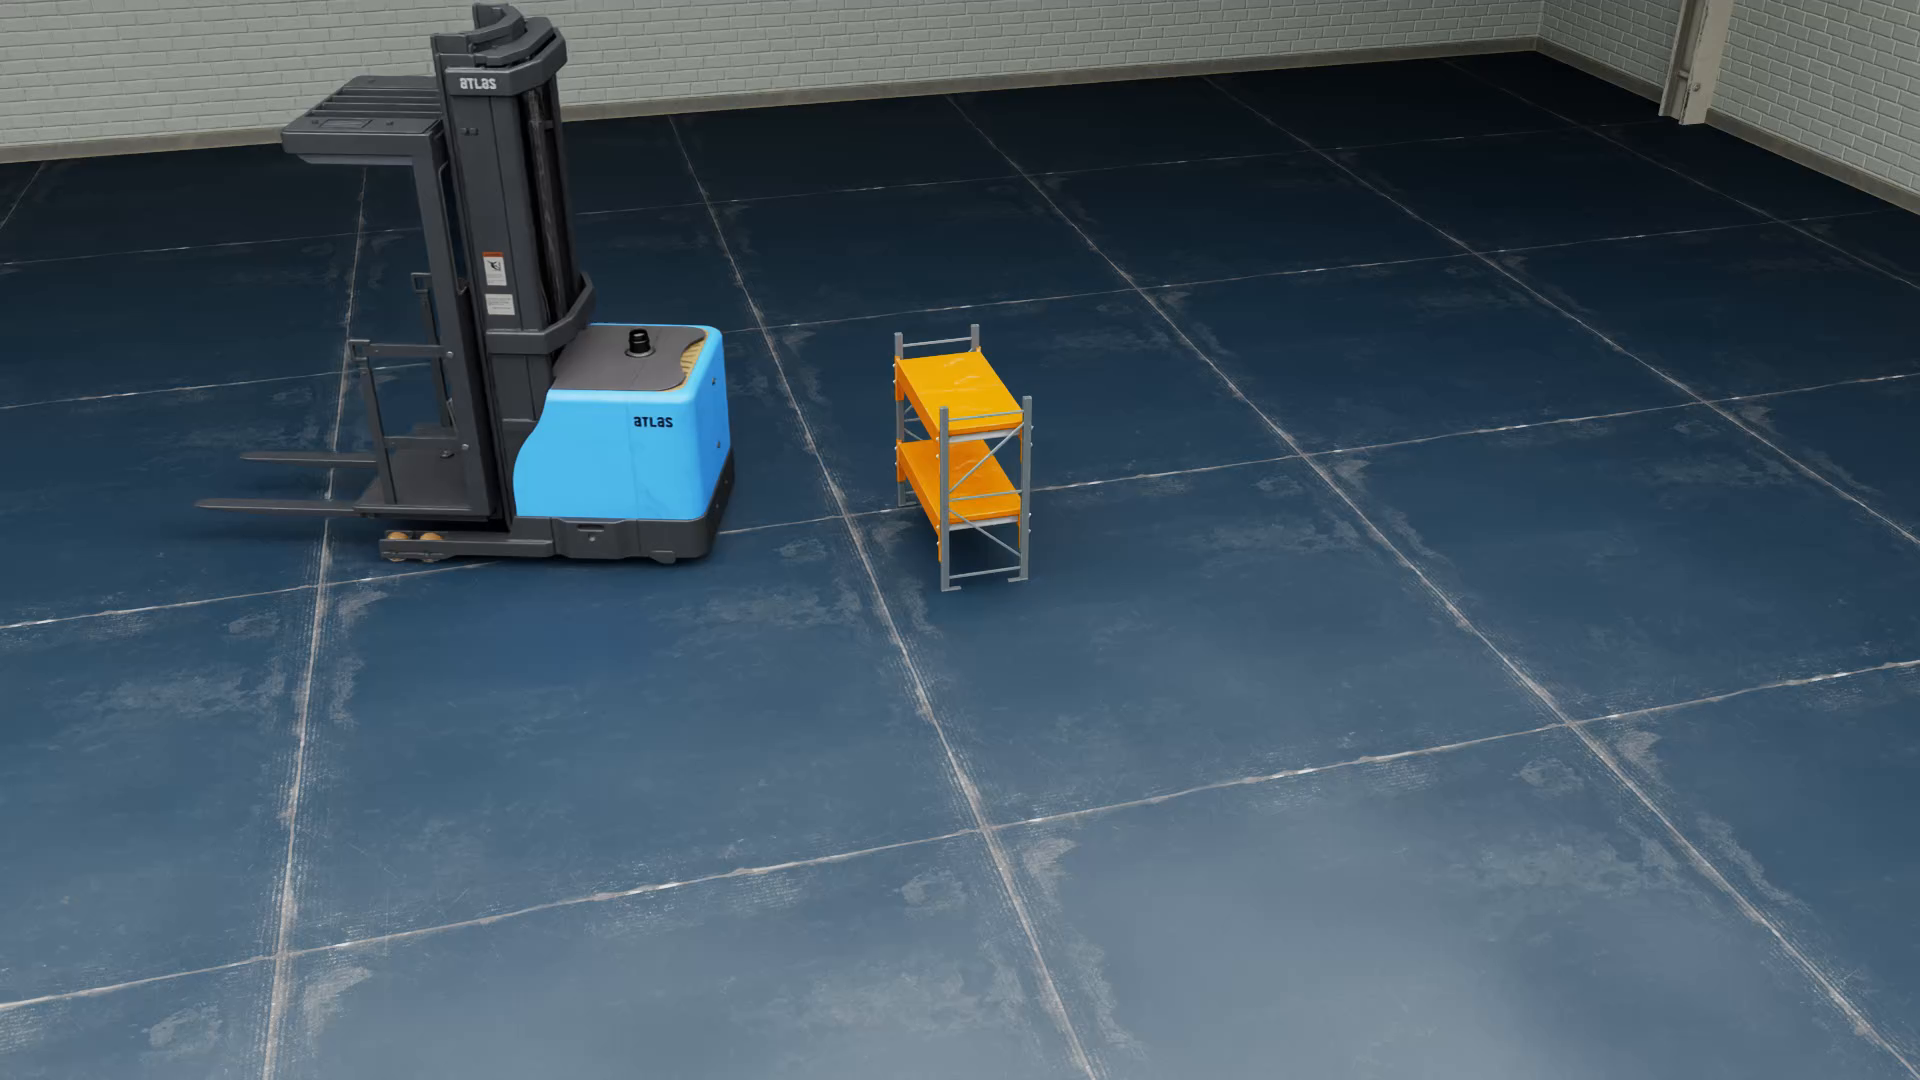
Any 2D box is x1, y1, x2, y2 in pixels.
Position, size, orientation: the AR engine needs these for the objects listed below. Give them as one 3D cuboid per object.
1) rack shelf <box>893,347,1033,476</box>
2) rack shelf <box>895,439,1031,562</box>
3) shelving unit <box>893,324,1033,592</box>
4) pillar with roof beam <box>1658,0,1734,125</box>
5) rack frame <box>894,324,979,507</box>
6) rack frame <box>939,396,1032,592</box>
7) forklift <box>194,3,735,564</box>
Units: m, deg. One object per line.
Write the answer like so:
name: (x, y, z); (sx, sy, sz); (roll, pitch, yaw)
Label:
rack shelf: (0.002, -0.737, 9.316); (0.538, 0.278, 1.000); (-8, 31, -13)
rack shelf: (0.002, -0.272, 9.585); (0.538, 0.278, 1.000); (-8, 31, -13)
shelving unit: (0.002, -0.484, 9.463); (0.538, 1.125, 1.048); (-8, 31, -13)
pillar with roof beam: (3.383, -7.718, 14.101); (9.100, 9.000, 0.400); (-8, 31, -13)
rack frame: (-0.133, -0.729, 9.887); (0.500, 1.125, 0.032); (-8, 31, -13)
rack frame: (0.137, -0.238, 9.038); (0.500, 1.125, 0.032); (-8, 31, -13)
forklift: (-2.918, -1.402, 9.247); (3.031, 2.935, 1.130); (1, 30, 3)
